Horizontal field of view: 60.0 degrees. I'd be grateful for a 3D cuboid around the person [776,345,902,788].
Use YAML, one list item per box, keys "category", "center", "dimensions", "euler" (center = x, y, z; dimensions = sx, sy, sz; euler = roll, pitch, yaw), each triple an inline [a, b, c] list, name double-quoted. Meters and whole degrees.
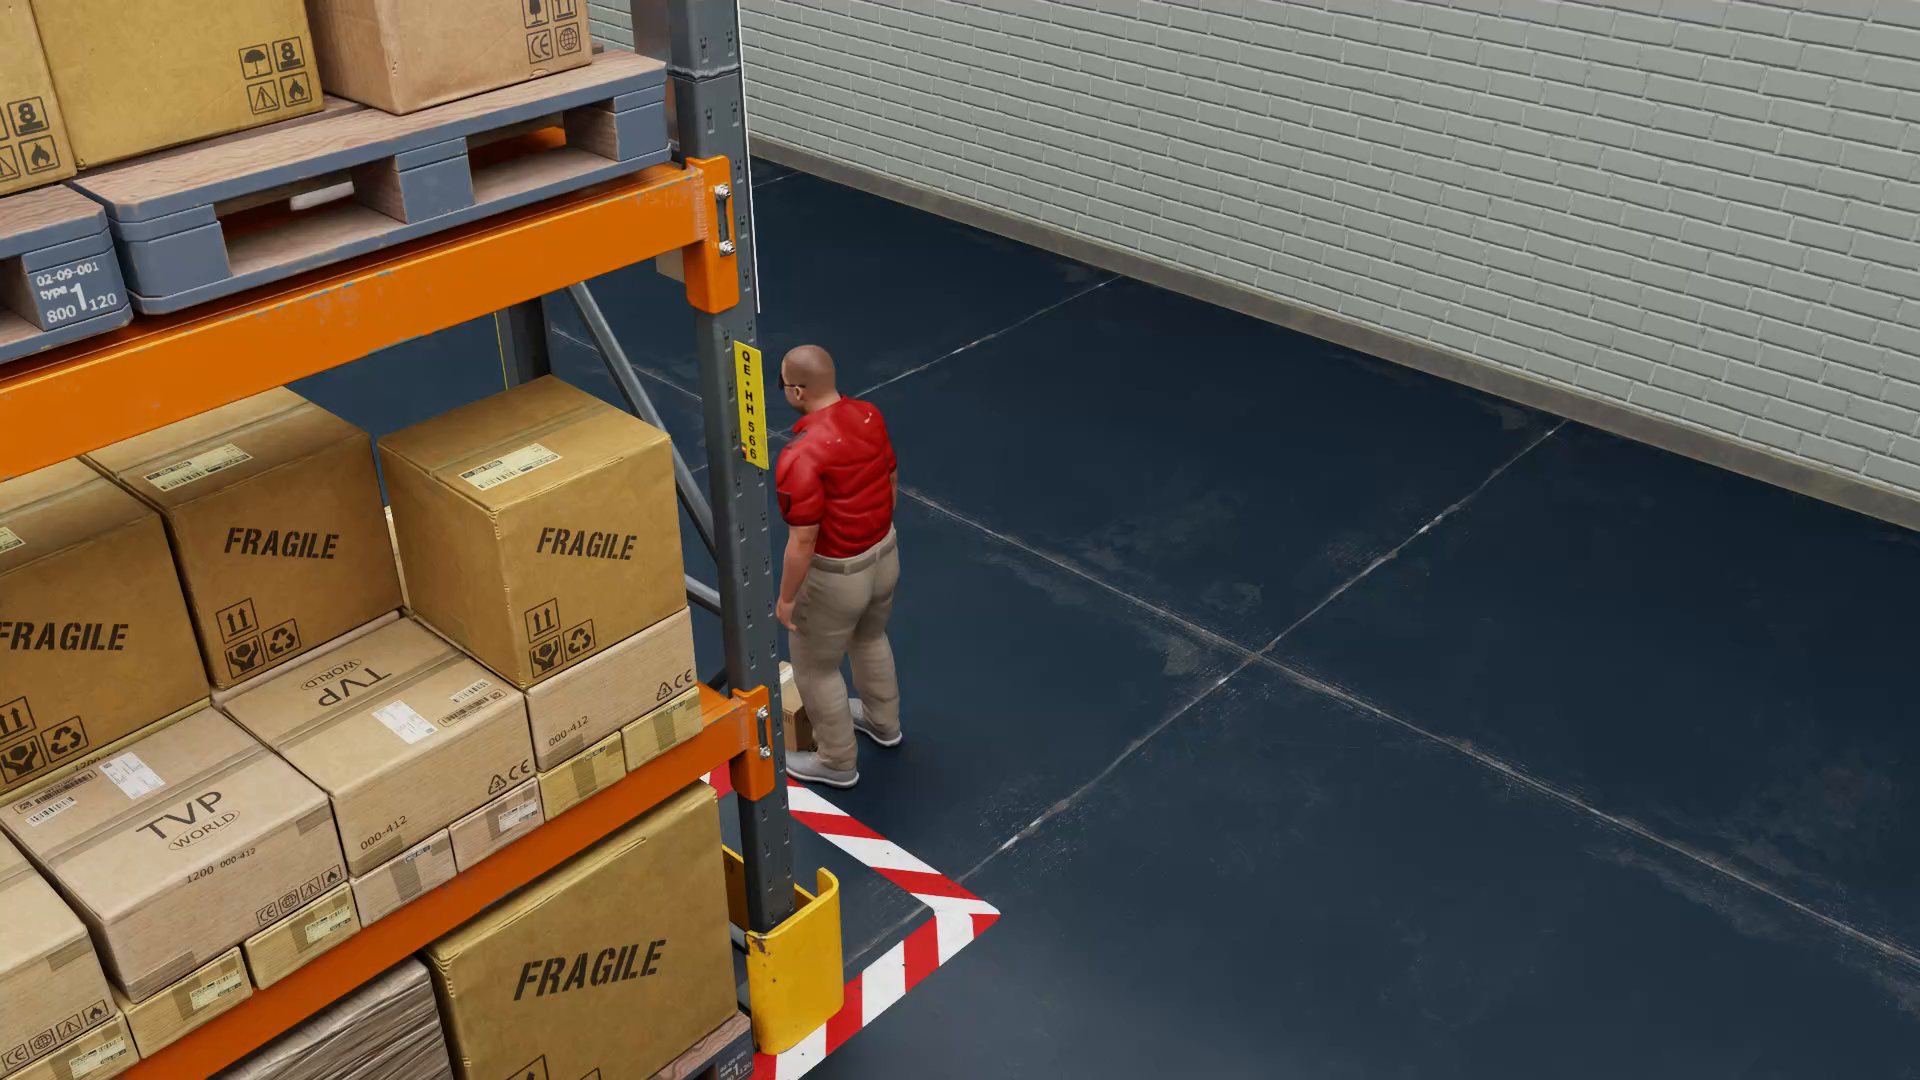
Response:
- category: "person"
  center: [-0.443, 0.103, 5.976]
  dimensions: [0.393, 1.726, 0.589]
  euler: [20, 36, 29]
